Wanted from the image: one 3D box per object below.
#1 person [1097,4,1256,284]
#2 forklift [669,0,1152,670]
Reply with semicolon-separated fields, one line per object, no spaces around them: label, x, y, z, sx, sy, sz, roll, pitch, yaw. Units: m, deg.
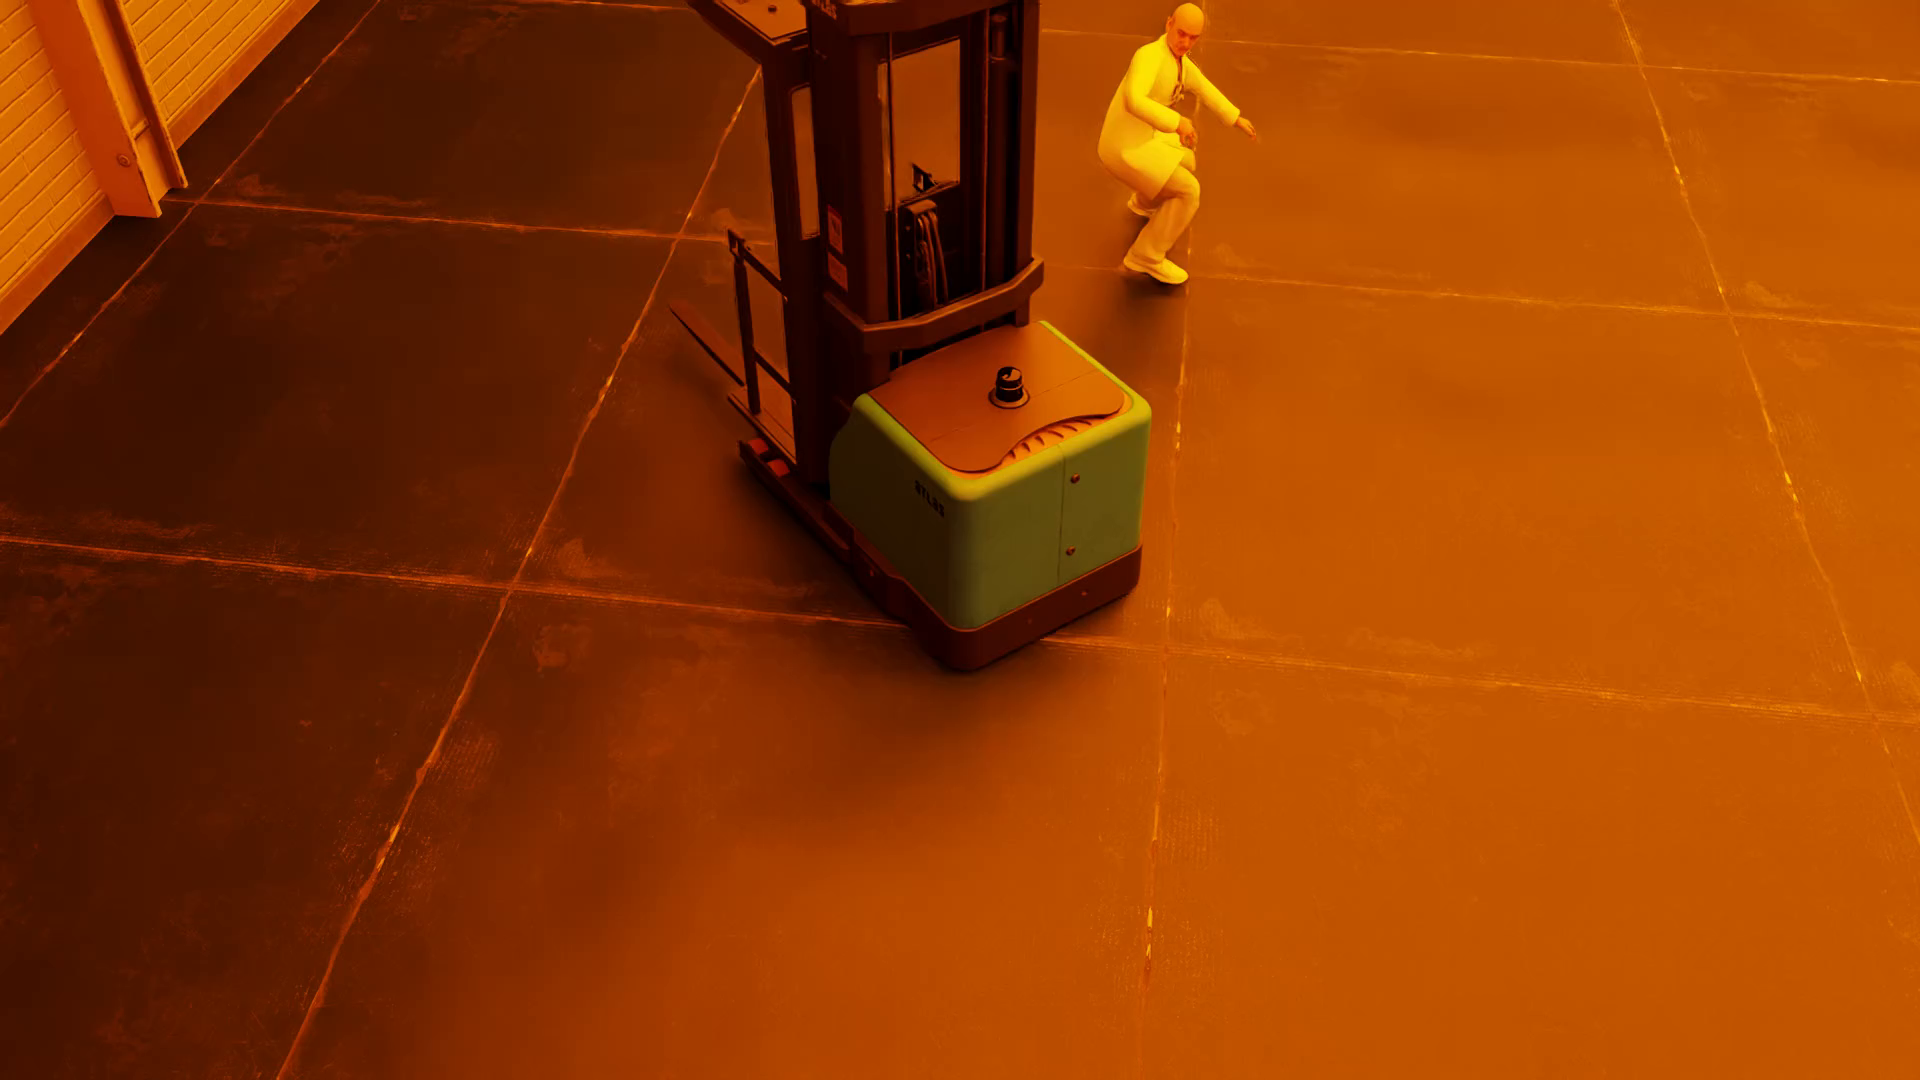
person;1.202;-2.201;9.226;0.861;1.542;0.879;8;43;8
forklift;-0.432;-1.480;7.336;1.130;2.935;3.031;-25;48;-25
